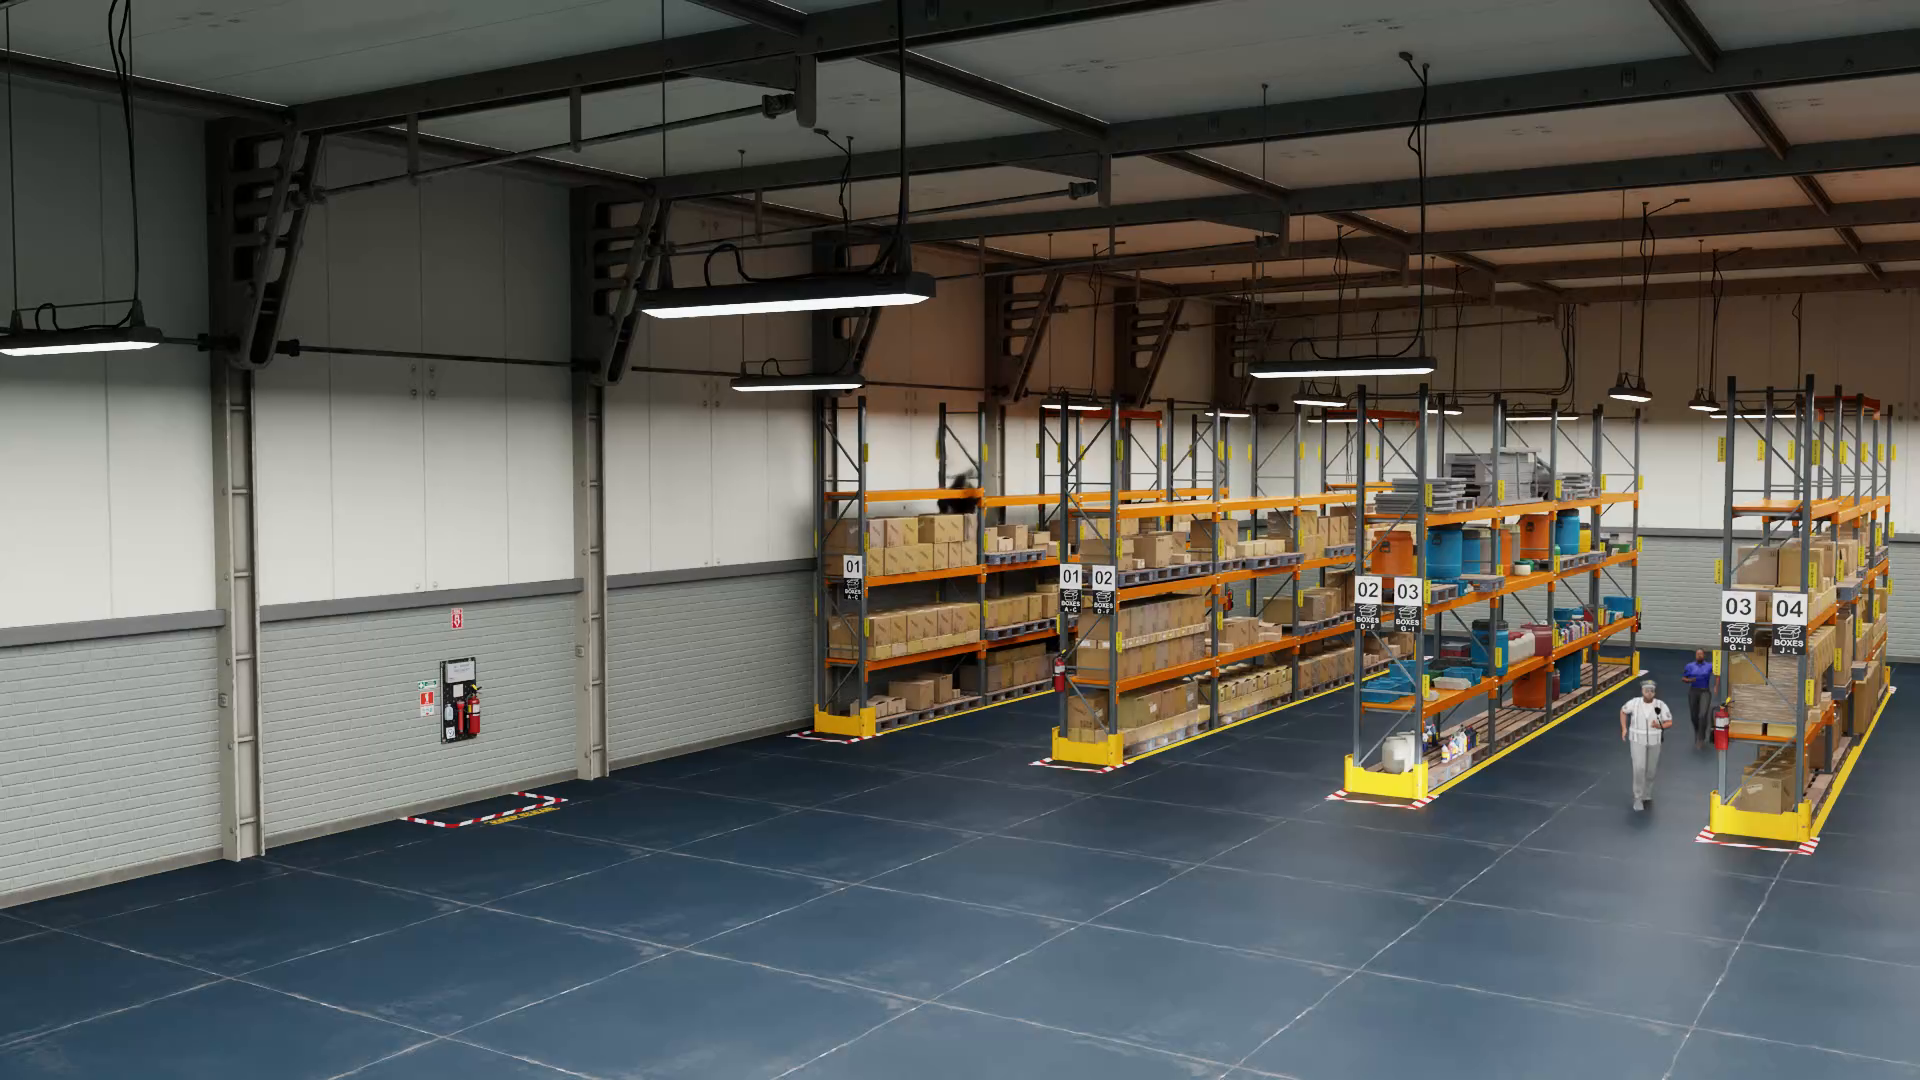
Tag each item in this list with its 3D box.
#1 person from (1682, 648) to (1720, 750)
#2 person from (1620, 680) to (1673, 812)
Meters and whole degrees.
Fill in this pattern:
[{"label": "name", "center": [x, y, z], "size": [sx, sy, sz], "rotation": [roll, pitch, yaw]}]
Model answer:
[{"label": "person", "center": [12.601, 2.668, 28.318], "size": [0.566, 1.669, 0.910], "rotation": [2, 4, 34]}, {"label": "person", "center": [9.703, 2.878, 23.495], "size": [0.652, 1.835, 0.788], "rotation": [1, 3, 13]}]
